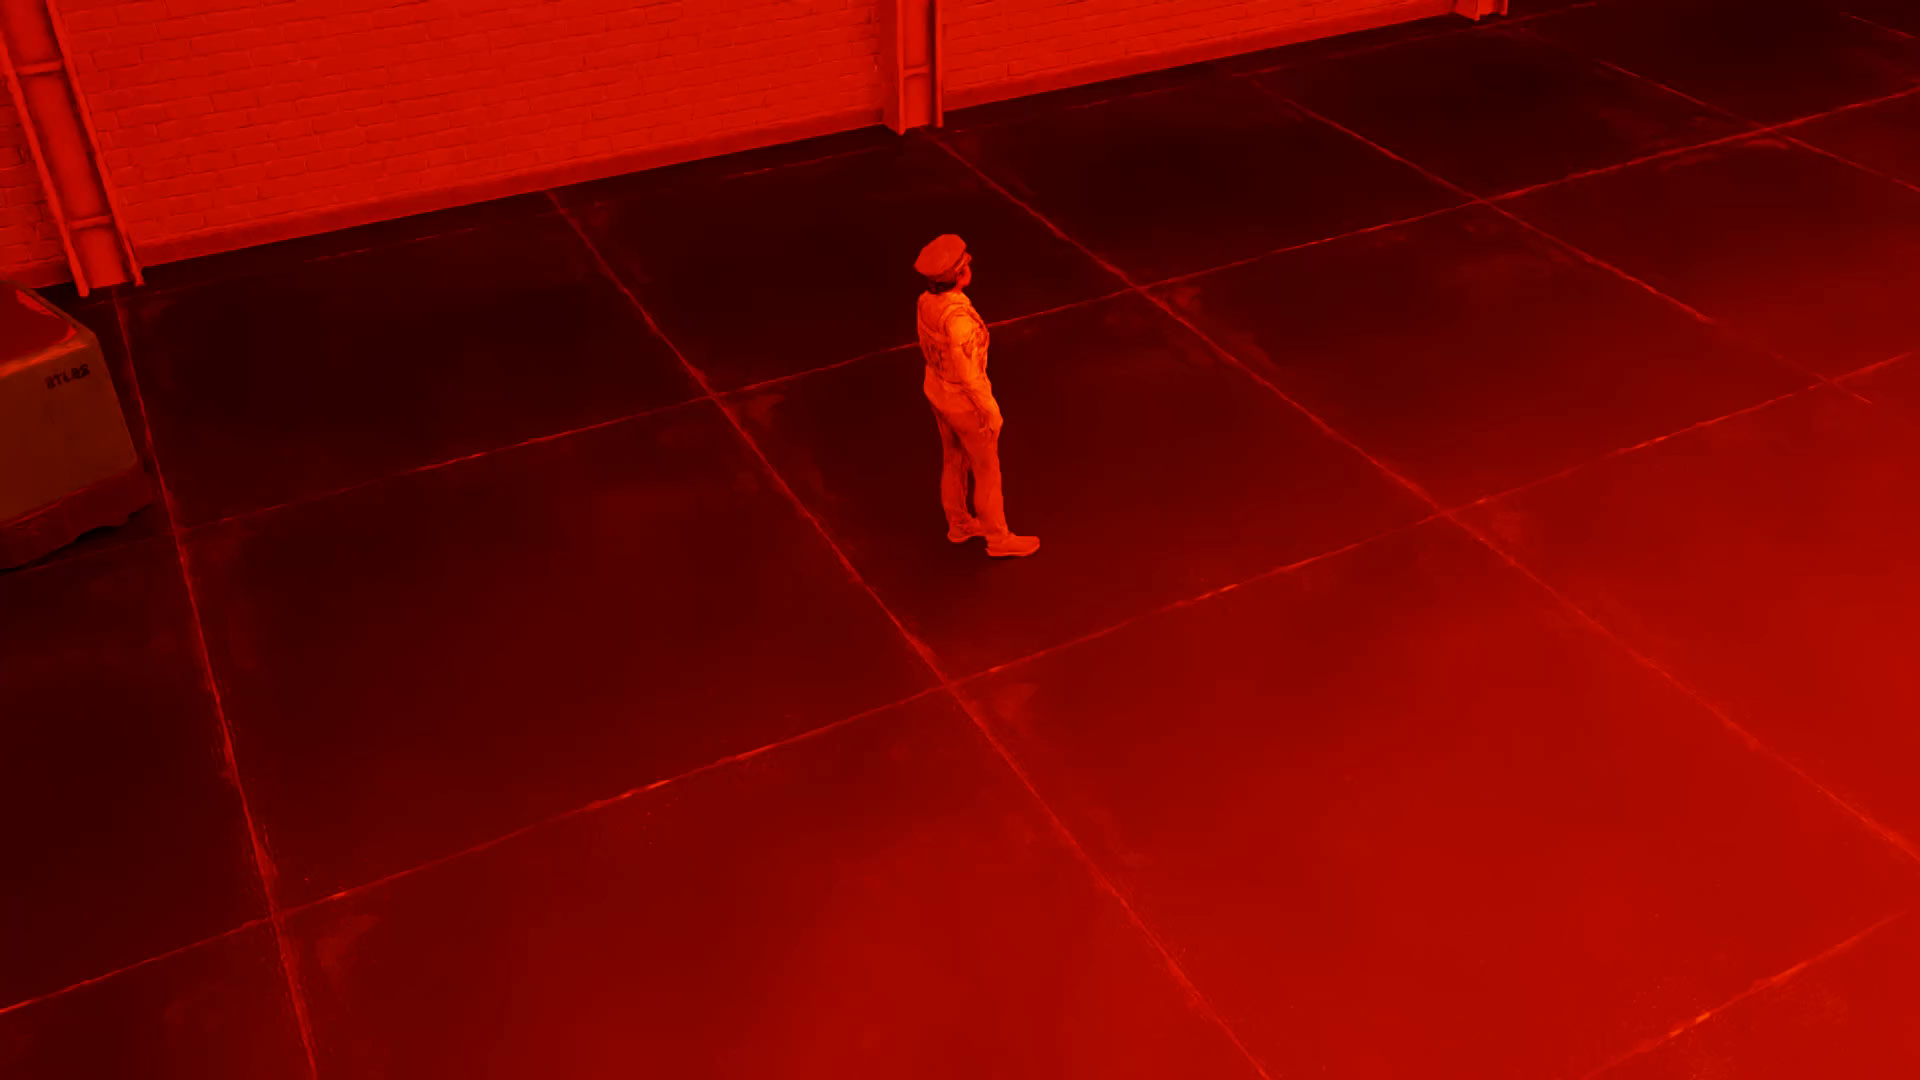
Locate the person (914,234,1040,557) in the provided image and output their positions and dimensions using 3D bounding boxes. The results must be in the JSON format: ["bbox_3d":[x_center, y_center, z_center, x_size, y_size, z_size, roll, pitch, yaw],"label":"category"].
[{"bbox_3d":[0.063,-0.713,8.190,0.533,1.695,0.586,-17,39,-23],"label":"person"}]

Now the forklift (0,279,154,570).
[{"bbox_3d":[-5.647,-0.902,7.398,1.130,2.935,3.031,27,44,33],"label":"forklift"}]
